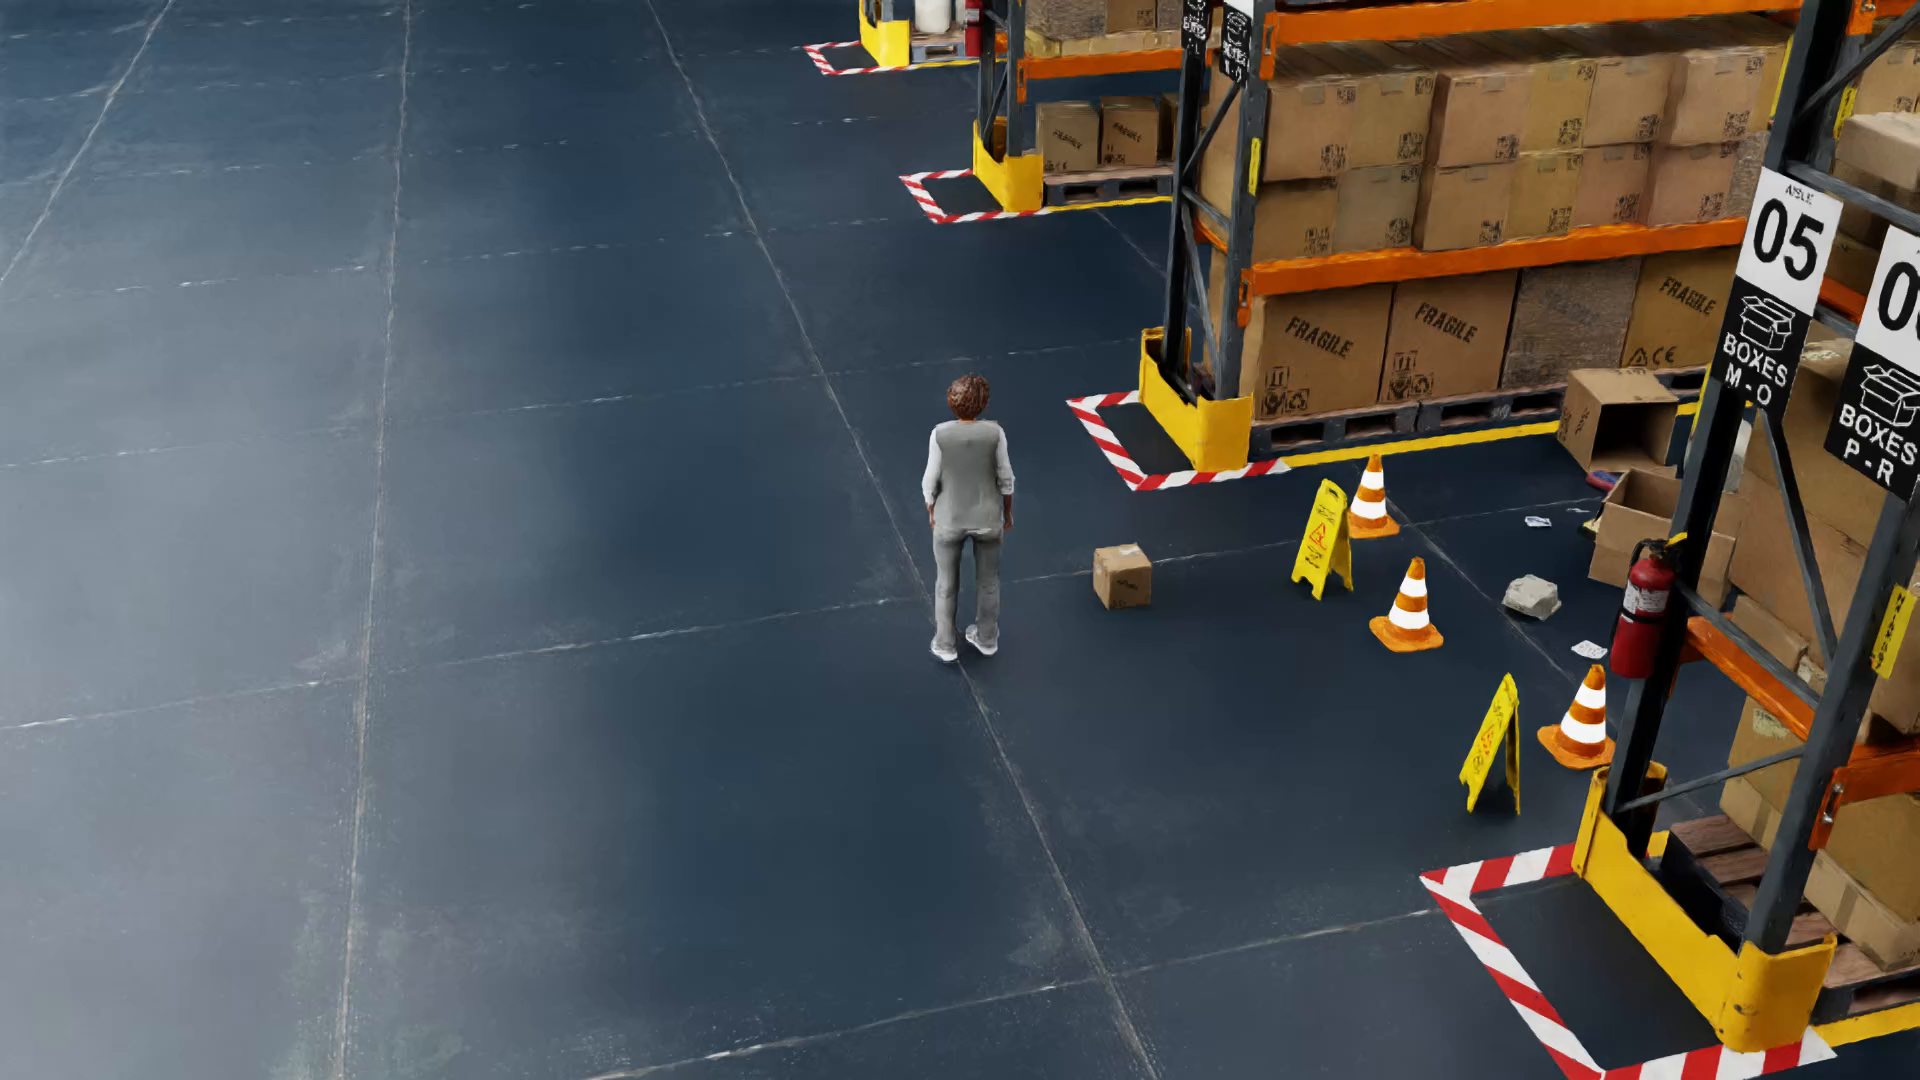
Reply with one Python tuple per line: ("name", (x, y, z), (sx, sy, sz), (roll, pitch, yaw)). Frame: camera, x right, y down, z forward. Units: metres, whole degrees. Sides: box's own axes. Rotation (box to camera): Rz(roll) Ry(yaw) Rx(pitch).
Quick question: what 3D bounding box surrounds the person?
("person", (0.041, -0.092, 8.376), (0.460, 1.632, 0.363), (-2, 31, -3))
